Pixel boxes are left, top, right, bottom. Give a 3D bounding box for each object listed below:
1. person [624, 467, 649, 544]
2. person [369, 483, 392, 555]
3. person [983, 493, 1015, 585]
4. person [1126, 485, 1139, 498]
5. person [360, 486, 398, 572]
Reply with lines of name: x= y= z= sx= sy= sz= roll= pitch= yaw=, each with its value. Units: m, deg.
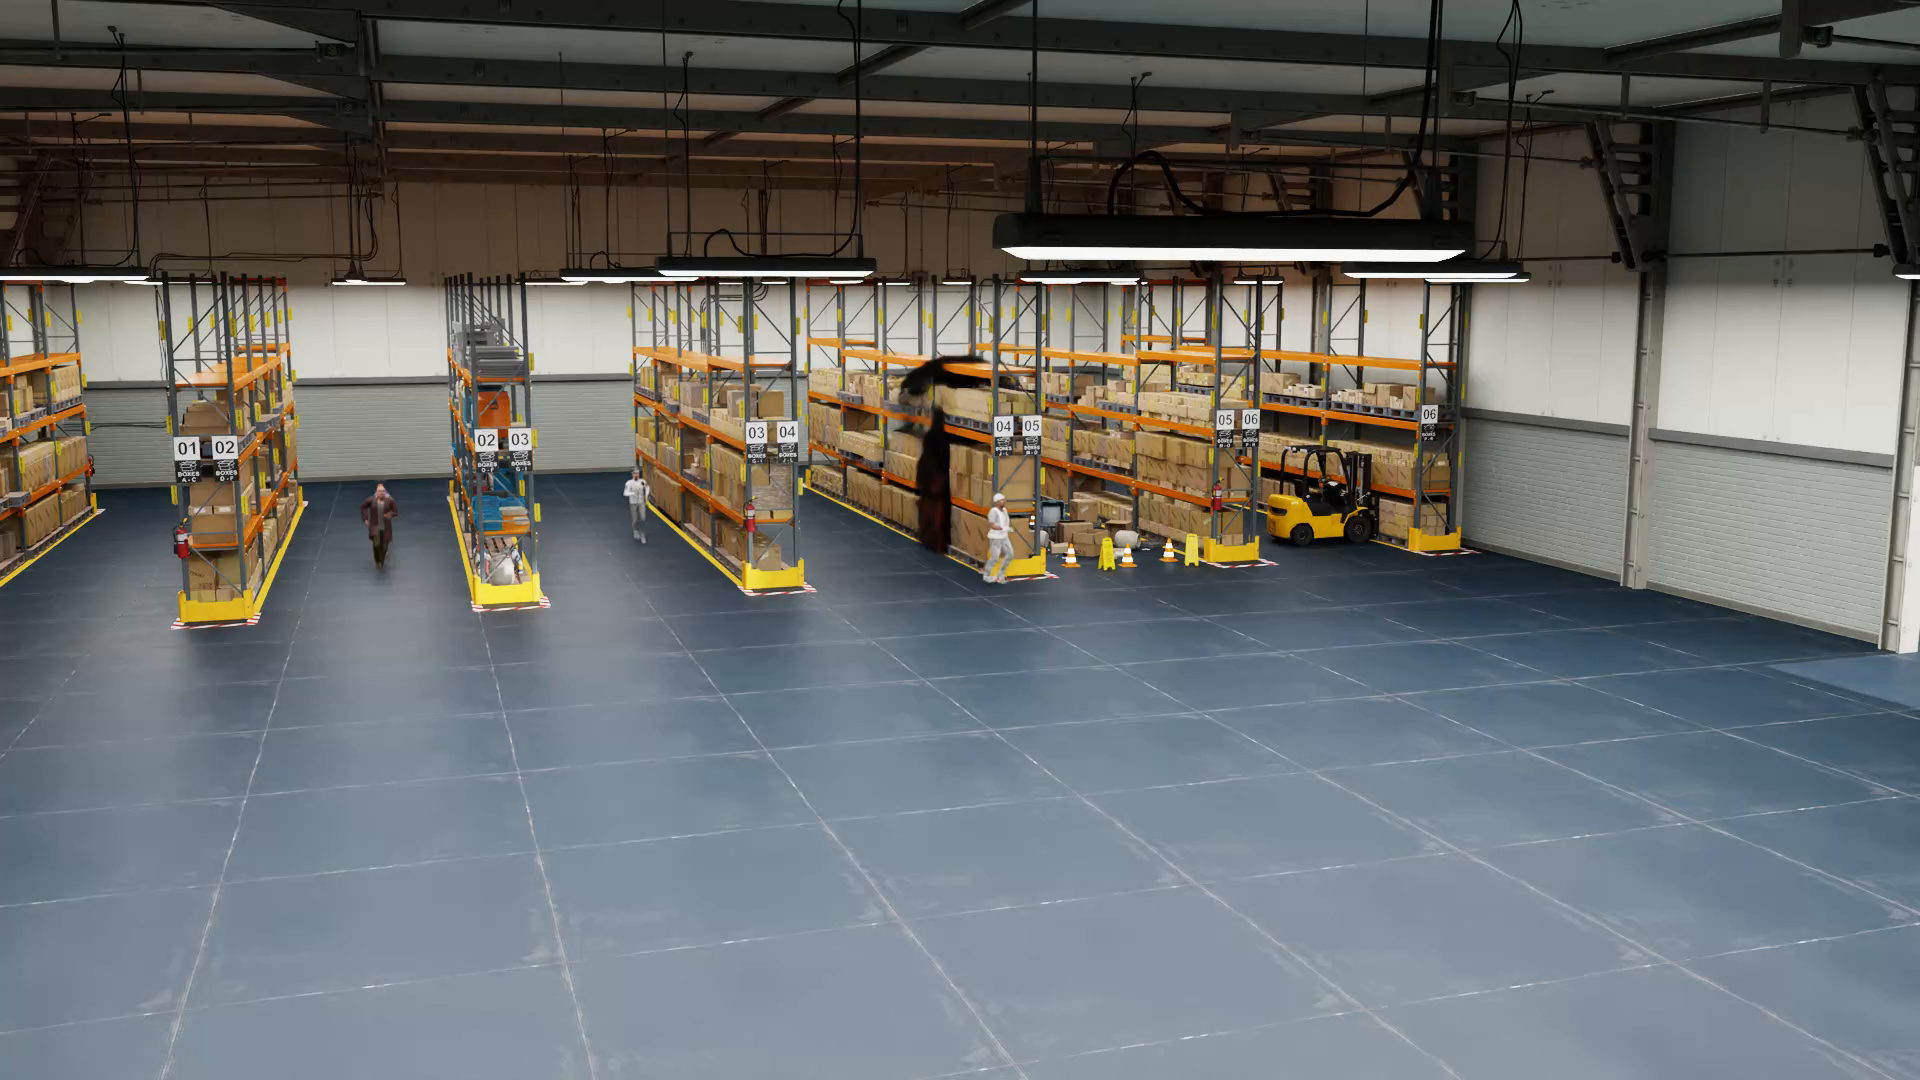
person: x=-7.323 y=-0.789 z=37.751 sx=0.594 sy=1.753 sz=0.753 roll=-2 pitch=9 yaw=-15
person: x=-12.531 y=-0.469 z=36.110 sx=0.536 sy=1.563 sz=0.576 roll=-4 pitch=9 yaw=-25
person: x=0.794 y=-0.004 z=32.313 sx=0.717 sy=1.823 sz=0.709 roll=6 pitch=10 yaw=34
person: x=4.519 y=-1.646 z=43.540 sx=0.567 sy=1.667 sz=0.867 roll=-3 pitch=9 yaw=-19
person: x=-11.754 y=-0.221 z=33.737 sx=0.691 sy=1.763 sz=0.799 roll=-4 pitch=10 yaw=-26
